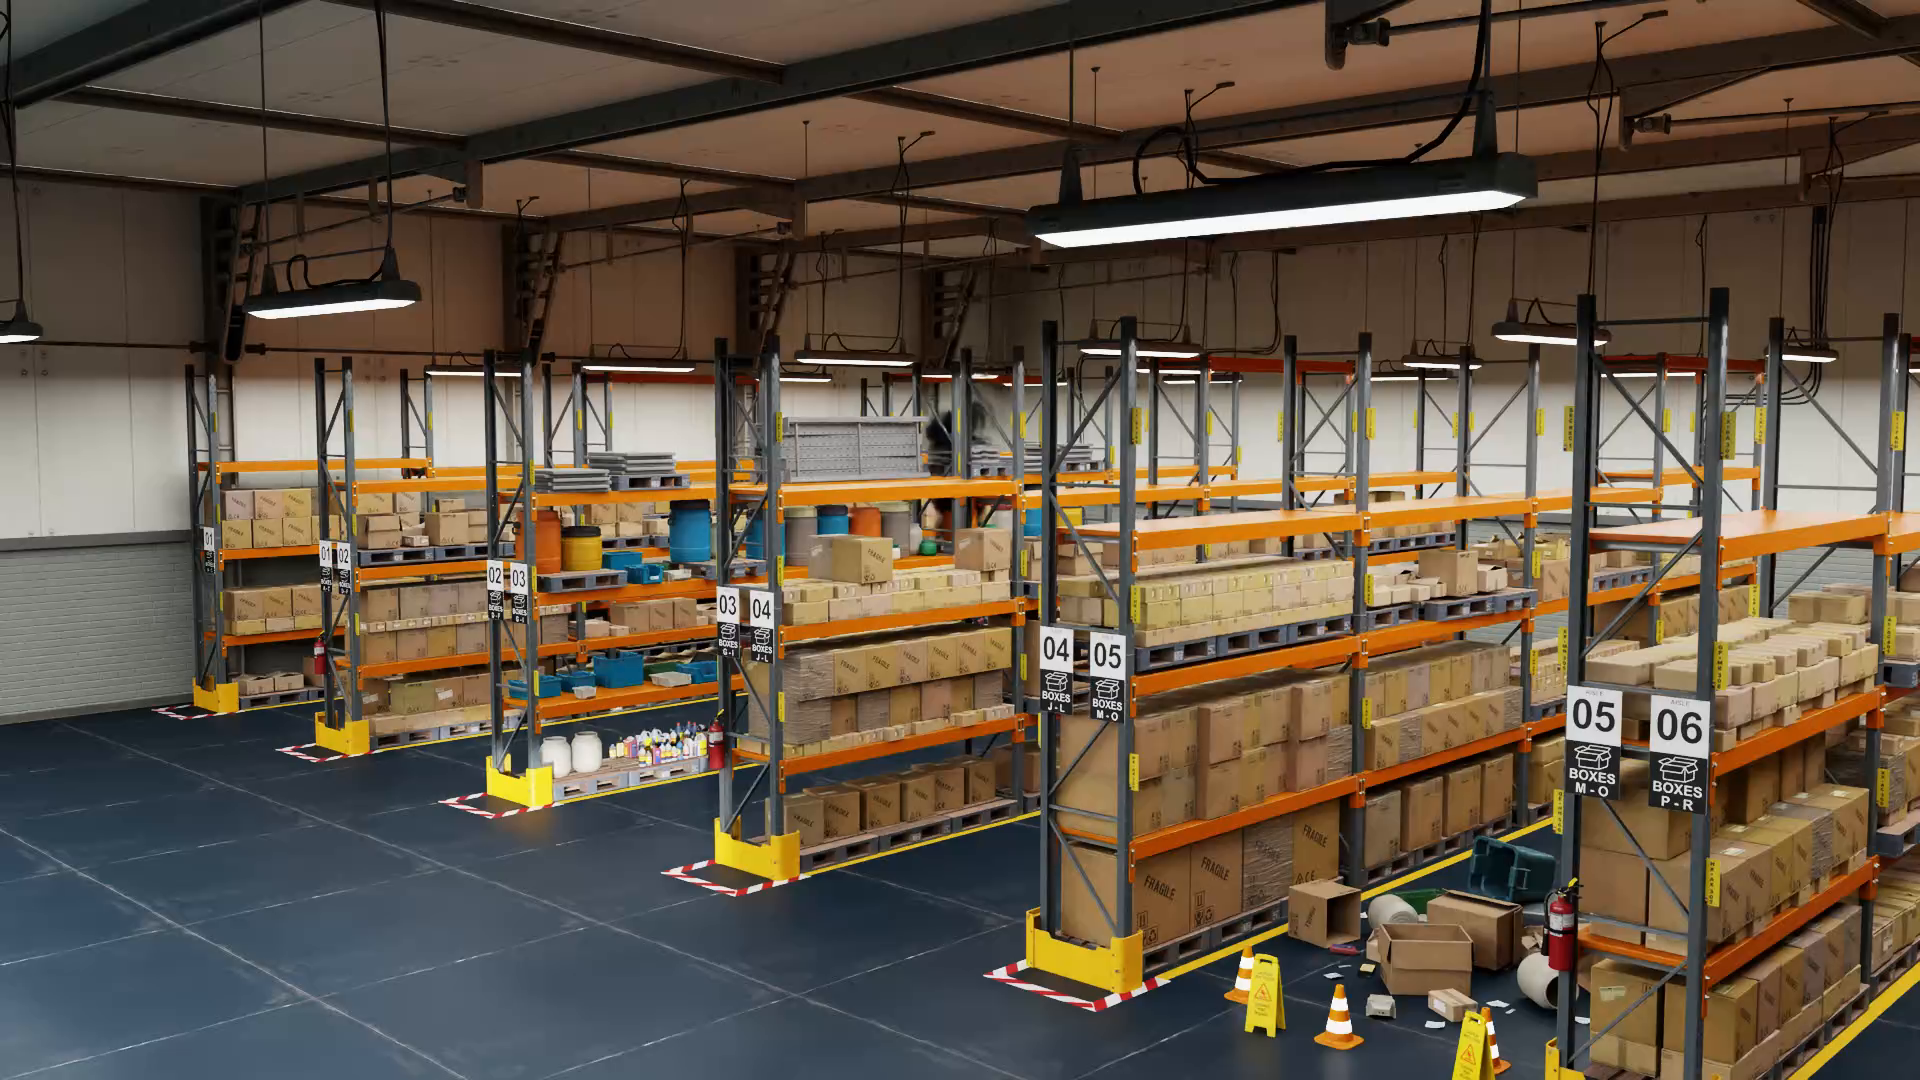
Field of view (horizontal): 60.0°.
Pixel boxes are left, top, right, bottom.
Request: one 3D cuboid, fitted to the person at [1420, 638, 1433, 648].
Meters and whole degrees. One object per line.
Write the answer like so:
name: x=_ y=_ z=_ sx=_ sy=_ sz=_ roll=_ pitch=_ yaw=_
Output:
person: x=7.453 y=2.344 z=26.525 sx=0.486 sy=1.597 sz=0.717 roll=4 pitch=6 yaw=43
